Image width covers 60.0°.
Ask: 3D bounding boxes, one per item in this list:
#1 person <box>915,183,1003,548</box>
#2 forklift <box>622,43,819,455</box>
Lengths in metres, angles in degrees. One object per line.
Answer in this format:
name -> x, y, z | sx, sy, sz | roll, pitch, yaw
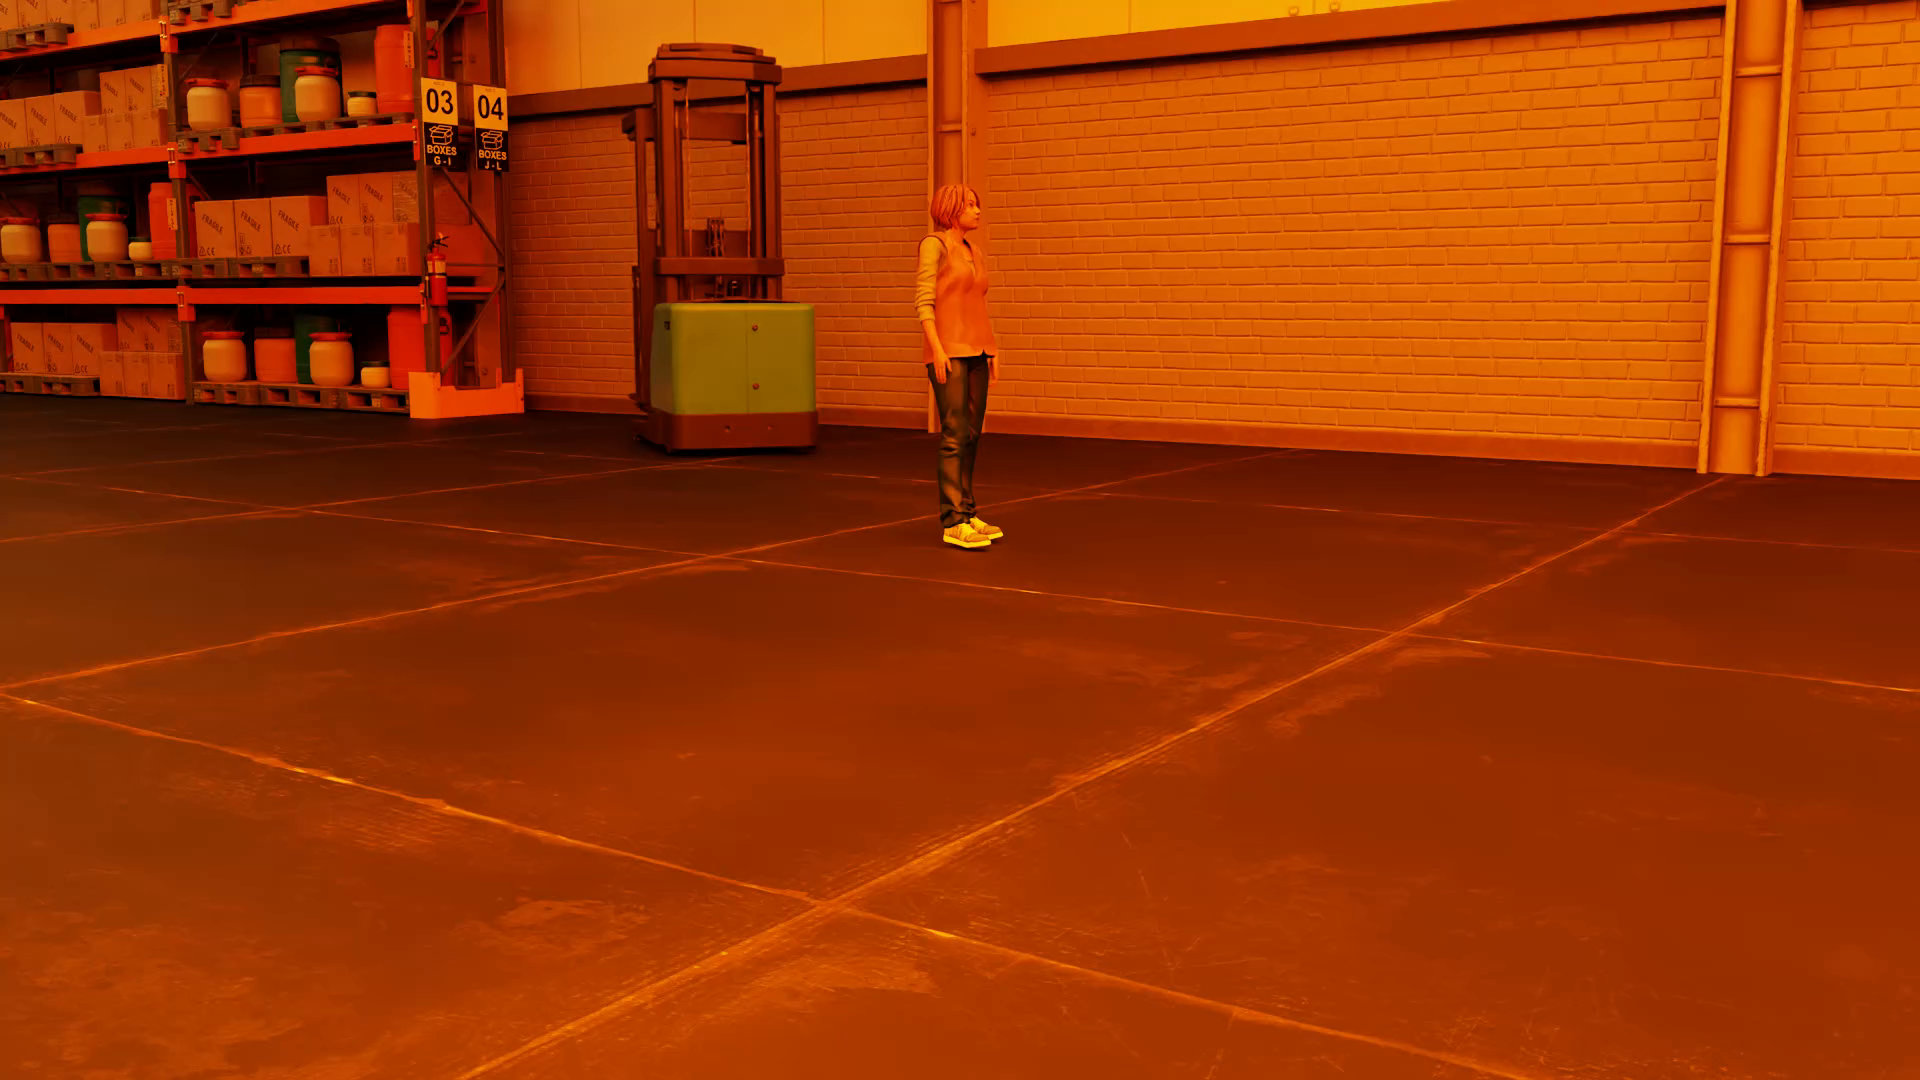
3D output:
person -> 0.054, -0.791, 7.437 | 0.473, 1.599, 0.520 | 5, 10, 34
forklift -> -1.976, -2.226, 12.845 | 1.130, 2.935, 3.031 | -3, 9, -19
